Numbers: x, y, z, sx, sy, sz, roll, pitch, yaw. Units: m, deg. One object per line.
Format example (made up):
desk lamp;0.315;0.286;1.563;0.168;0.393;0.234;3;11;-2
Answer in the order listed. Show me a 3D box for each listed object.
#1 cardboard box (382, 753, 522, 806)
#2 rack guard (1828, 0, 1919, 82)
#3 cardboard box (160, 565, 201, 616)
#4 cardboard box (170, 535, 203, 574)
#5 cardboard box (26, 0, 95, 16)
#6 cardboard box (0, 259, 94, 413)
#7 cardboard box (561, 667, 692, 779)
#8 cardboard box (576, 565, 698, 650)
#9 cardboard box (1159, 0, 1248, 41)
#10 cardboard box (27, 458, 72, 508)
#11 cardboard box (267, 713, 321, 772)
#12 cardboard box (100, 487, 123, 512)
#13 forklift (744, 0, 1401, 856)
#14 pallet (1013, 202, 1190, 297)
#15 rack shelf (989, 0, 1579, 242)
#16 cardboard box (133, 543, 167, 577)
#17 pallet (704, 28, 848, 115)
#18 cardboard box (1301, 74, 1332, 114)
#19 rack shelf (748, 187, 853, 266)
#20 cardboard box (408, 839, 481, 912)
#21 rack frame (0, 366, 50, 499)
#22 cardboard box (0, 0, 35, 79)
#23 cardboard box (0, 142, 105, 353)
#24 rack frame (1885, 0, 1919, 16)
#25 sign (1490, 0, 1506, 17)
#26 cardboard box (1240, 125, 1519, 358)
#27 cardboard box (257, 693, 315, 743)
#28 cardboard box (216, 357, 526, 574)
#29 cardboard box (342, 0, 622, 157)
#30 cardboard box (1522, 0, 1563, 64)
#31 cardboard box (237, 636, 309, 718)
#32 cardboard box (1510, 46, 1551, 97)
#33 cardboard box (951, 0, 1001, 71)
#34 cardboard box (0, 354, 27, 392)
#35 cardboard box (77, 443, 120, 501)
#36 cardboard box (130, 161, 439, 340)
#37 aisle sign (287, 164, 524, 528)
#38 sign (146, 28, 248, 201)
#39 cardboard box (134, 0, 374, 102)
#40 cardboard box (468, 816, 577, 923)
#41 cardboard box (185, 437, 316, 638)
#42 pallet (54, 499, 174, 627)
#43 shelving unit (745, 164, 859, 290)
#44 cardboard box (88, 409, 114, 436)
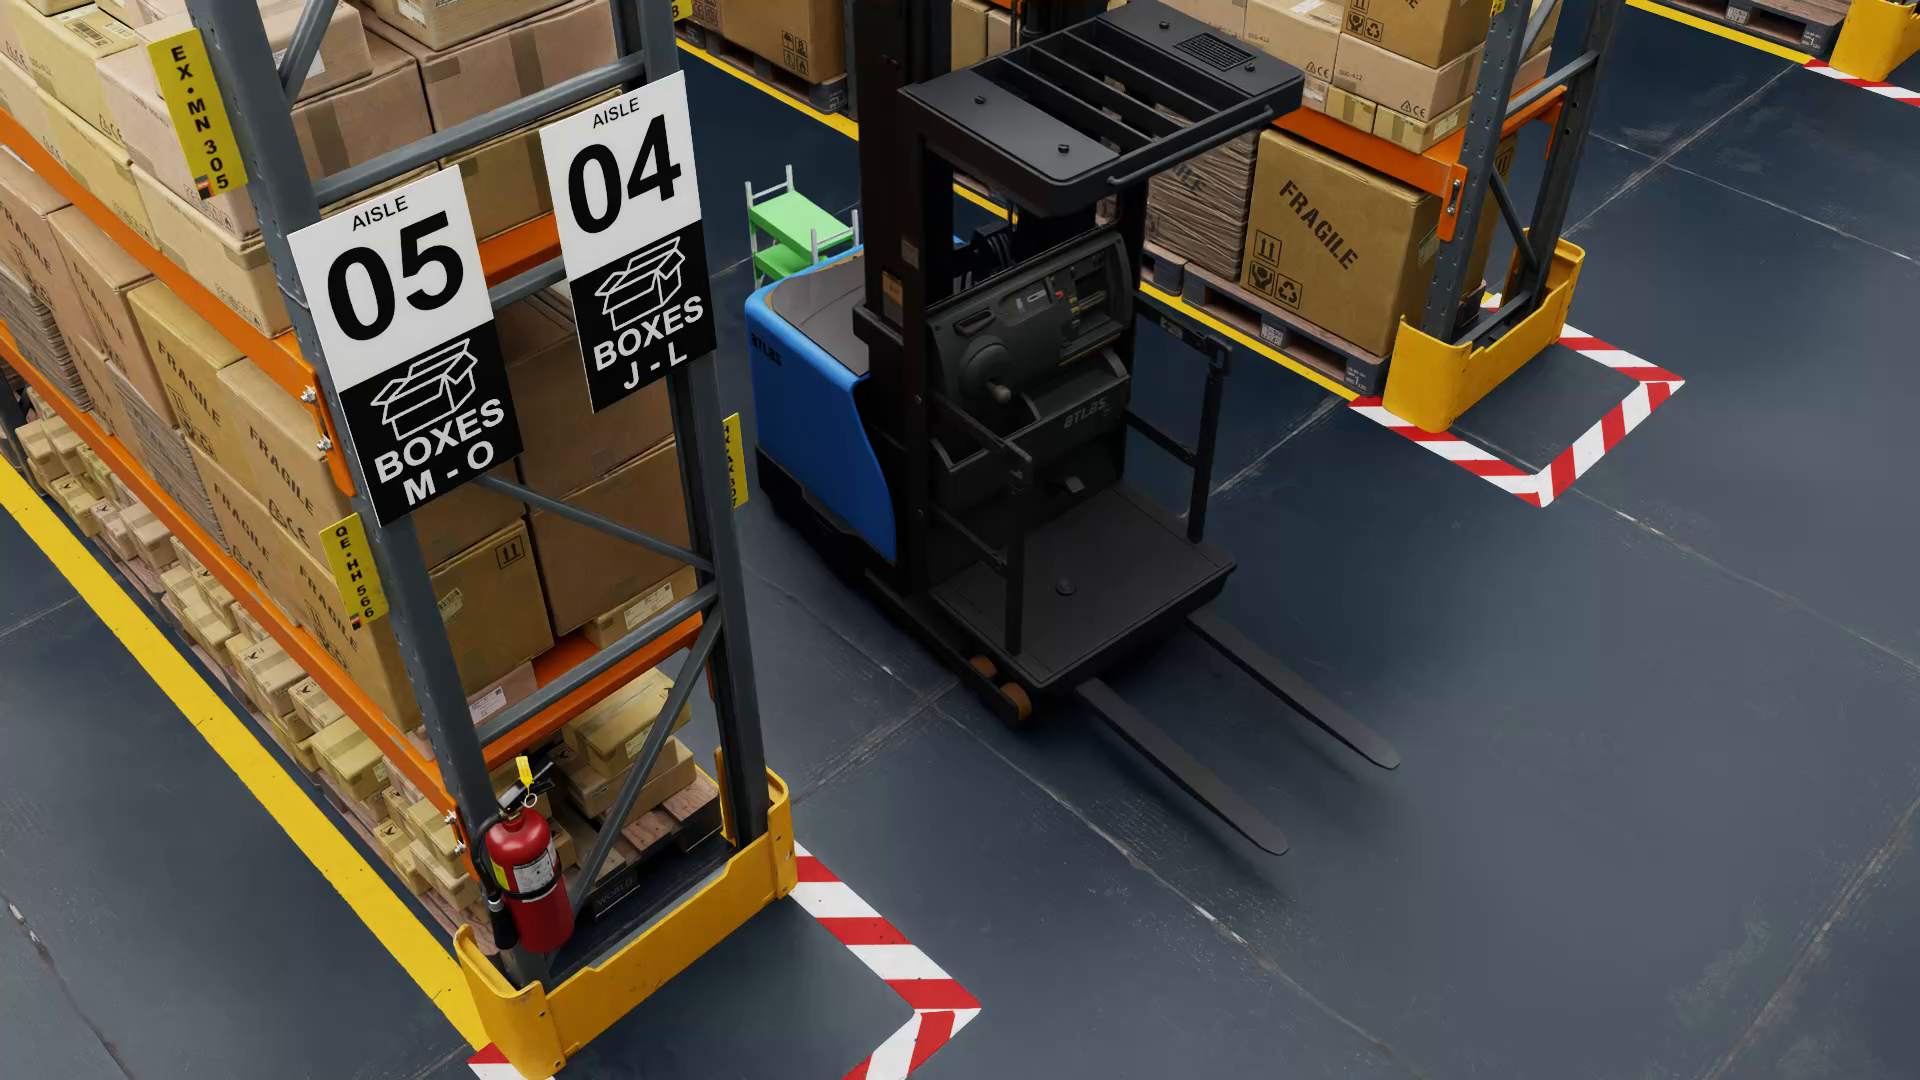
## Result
cardboard box;-1.732;0.757;5.691;0.380;0.149;0.250;-33;52;-31
rack guard;6.074;-3.415;10.695;1.175;0.500;0.348;-34;53;-31
cardboard box;-2.898;0.158;6.558;0.250;0.149;0.380;34;52;31
cardboard box;-2.831;0.007;6.502;0.250;0.149;0.380;32;51;30
cardboard box;-2.035;-1.395;3.905;0.380;0.149;0.250;-33;52;-31
cardboard box;-3.011;-0.852;5.786;0.500;0.500;0.500;33;52;31
cardboard box;-1.172;0.624;5.835;0.250;0.149;0.380;32;51;30
cardboard box;-1.039;0.144;5.187;0.250;0.149;0.380;34;52;31
cardboard box;1.293;-2.613;7.876;0.500;0.250;0.500;32;52;30
cardboard box;-3.837;-0.336;7.312;0.250;0.149;0.380;32;51;30
cardboard box;-2.349;0.656;6.239;0.250;0.149;0.380;32;51;30
cardboard box;-3.398;-0.268;7.020;0.250;0.149;0.380;34;52;31
forklift;0.413;-0.738;6.007;1.130;2.935;3.031;-29;50;-28
pallet;1.064;-1.873;9.239;1.003;0.211;1.213;-34;53;-31
rack shelf;1.129;-2.661;8.567;1.077;0.370;4.000;-34;53;-31
cardboard box;-3.222;-0.016;6.965;0.250;0.149;0.380;33;52;31
pallet;-0.882;-3.197;10.672;1.003;0.211;1.213;-34;53;-31
cardboard box;1.694;-2.131;7.649;0.380;0.149;0.250;-34;52;-31
rack shelf;-0.692;-1.356;7.337;0.258;0.148;0.480;-29;50;-28
cardboard box;-1.617;1.031;5.614;0.250;0.149;0.380;33;52;30
rack frame;-3.867;-1.558;6.843;1.000;3.000;0.127;-34;53;-31
cardboard box;-2.269;-1.458;4.267;0.500;0.250;0.500;-33;52;-31
cardboard box;-2.649;-0.991;5.200;0.500;0.500;0.500;32;52;30
rack frame;6.048;-4.338;9.852;1.000;3.000;0.127;-34;53;-31
sign;2.147;-2.223;6.536;0.100;0.325;0.005;-34;53;-31
cardboard box;2.032;-1.608;8.153;0.875;0.875;0.875;-34;53;-31
cardboard box;-2.360;0.539;6.145;0.380;0.149;0.250;-33;52;-31
cardboard box;-1.541;-0.250;4.398;0.500;0.500;0.500;33;52;31
cardboard box;-1.175;-1.206;3.995;0.500;0.250;0.500;-33;52;-31
cardboard box;2.393;-2.379;7.623;0.500;0.250;0.500;33;52;30
cardboard box;-2.372;0.437;6.038;0.380;0.149;0.250;-32;52;-30
cardboard box;2.524;-2.201;7.724;0.380;0.149;0.250;-33;52;-31
cardboard box;0.126;-2.905;9.557;0.875;0.875;0.875;-34;53;-31
cardboard box;-4.568;-1.029;7.803;0.500;0.500;0.500;33;52;31
cardboard box;-3.404;-0.360;6.900;0.250;0.149;0.380;33;52;31
cardboard box;-1.551;-0.774;3.895;0.500;0.250;0.500;33;52;31
aisle sign;-1.203;-0.412;3.687;0.394;0.787;0.004;-34;53;-31
sign;-1.449;-0.806;3.167;0.100;0.325;0.005;-34;53;-31
cardboard box;-1.485;-1.031;3.511;0.250;0.149;0.380;34;52;31
cardboard box;-1.562;1.104;5.754;0.380;0.149;0.250;-33;52;-31
cardboard box;-1.902;-0.124;4.999;0.500;0.500;0.500;33;52;31
pallet;-3.368;-0.228;7.459;1.003;0.211;1.213;-34;53;-31
shelving unit;-0.692;-1.050;7.620;0.258;1.200;0.503;-29;50;-28
cardboard box;-2.934;-0.563;5.952;0.380;0.149;0.250;-32;51;-30
